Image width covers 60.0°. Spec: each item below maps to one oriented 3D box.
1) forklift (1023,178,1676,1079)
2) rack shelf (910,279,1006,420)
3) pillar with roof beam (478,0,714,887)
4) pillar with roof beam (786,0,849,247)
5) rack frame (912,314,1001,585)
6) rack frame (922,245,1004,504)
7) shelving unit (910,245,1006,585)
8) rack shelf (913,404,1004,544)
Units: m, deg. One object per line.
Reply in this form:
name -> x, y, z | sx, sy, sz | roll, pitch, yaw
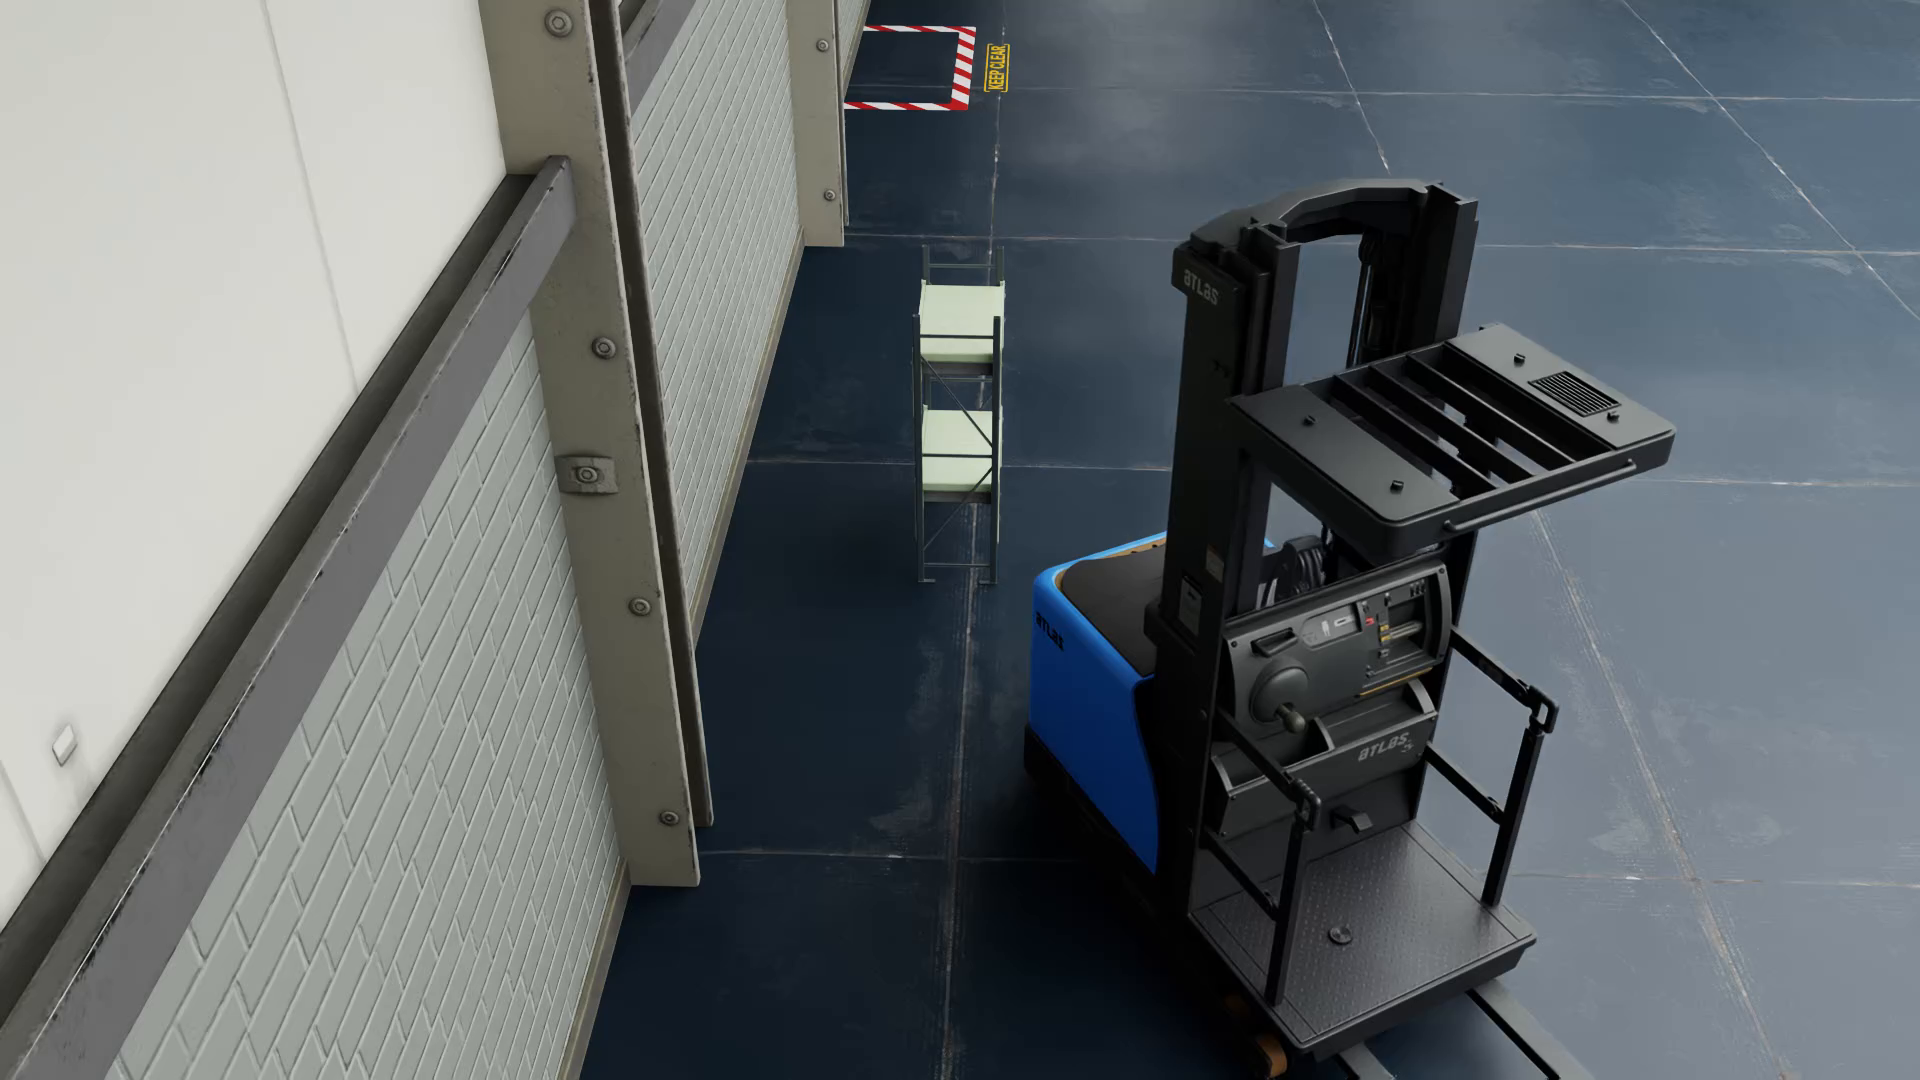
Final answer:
forklift -> 1.404, 0.431, 5.533 | 1.130, 2.935, 3.031 | -17, 38, -22
rack shelf -> 0.000, -0.929, 8.035 | 0.431, 0.370, 0.720 | 1, 35, 2
pillar with roof beam -> 3.099, -2.302, 4.145 | 9.100, 9.000, 0.400 | 1, 35, 2
pillar with roof beam -> 3.340, -5.749, 9.050 | 9.100, 9.000, 0.400 | 1, 35, 2
rack frame -> -0.015, -0.399, 7.960 | 0.400, 1.500, 0.023 | 1, 35, 2
rack frame -> 0.014, -0.820, 8.558 | 0.400, 1.500, 0.023 | 1, 35, 2
shelving unit -> 0.000, -0.610, 8.259 | 0.431, 1.500, 0.755 | 1, 35, 2
rack shelf -> 0.000, -0.343, 8.446 | 0.431, 0.370, 0.720 | 1, 35, 2
